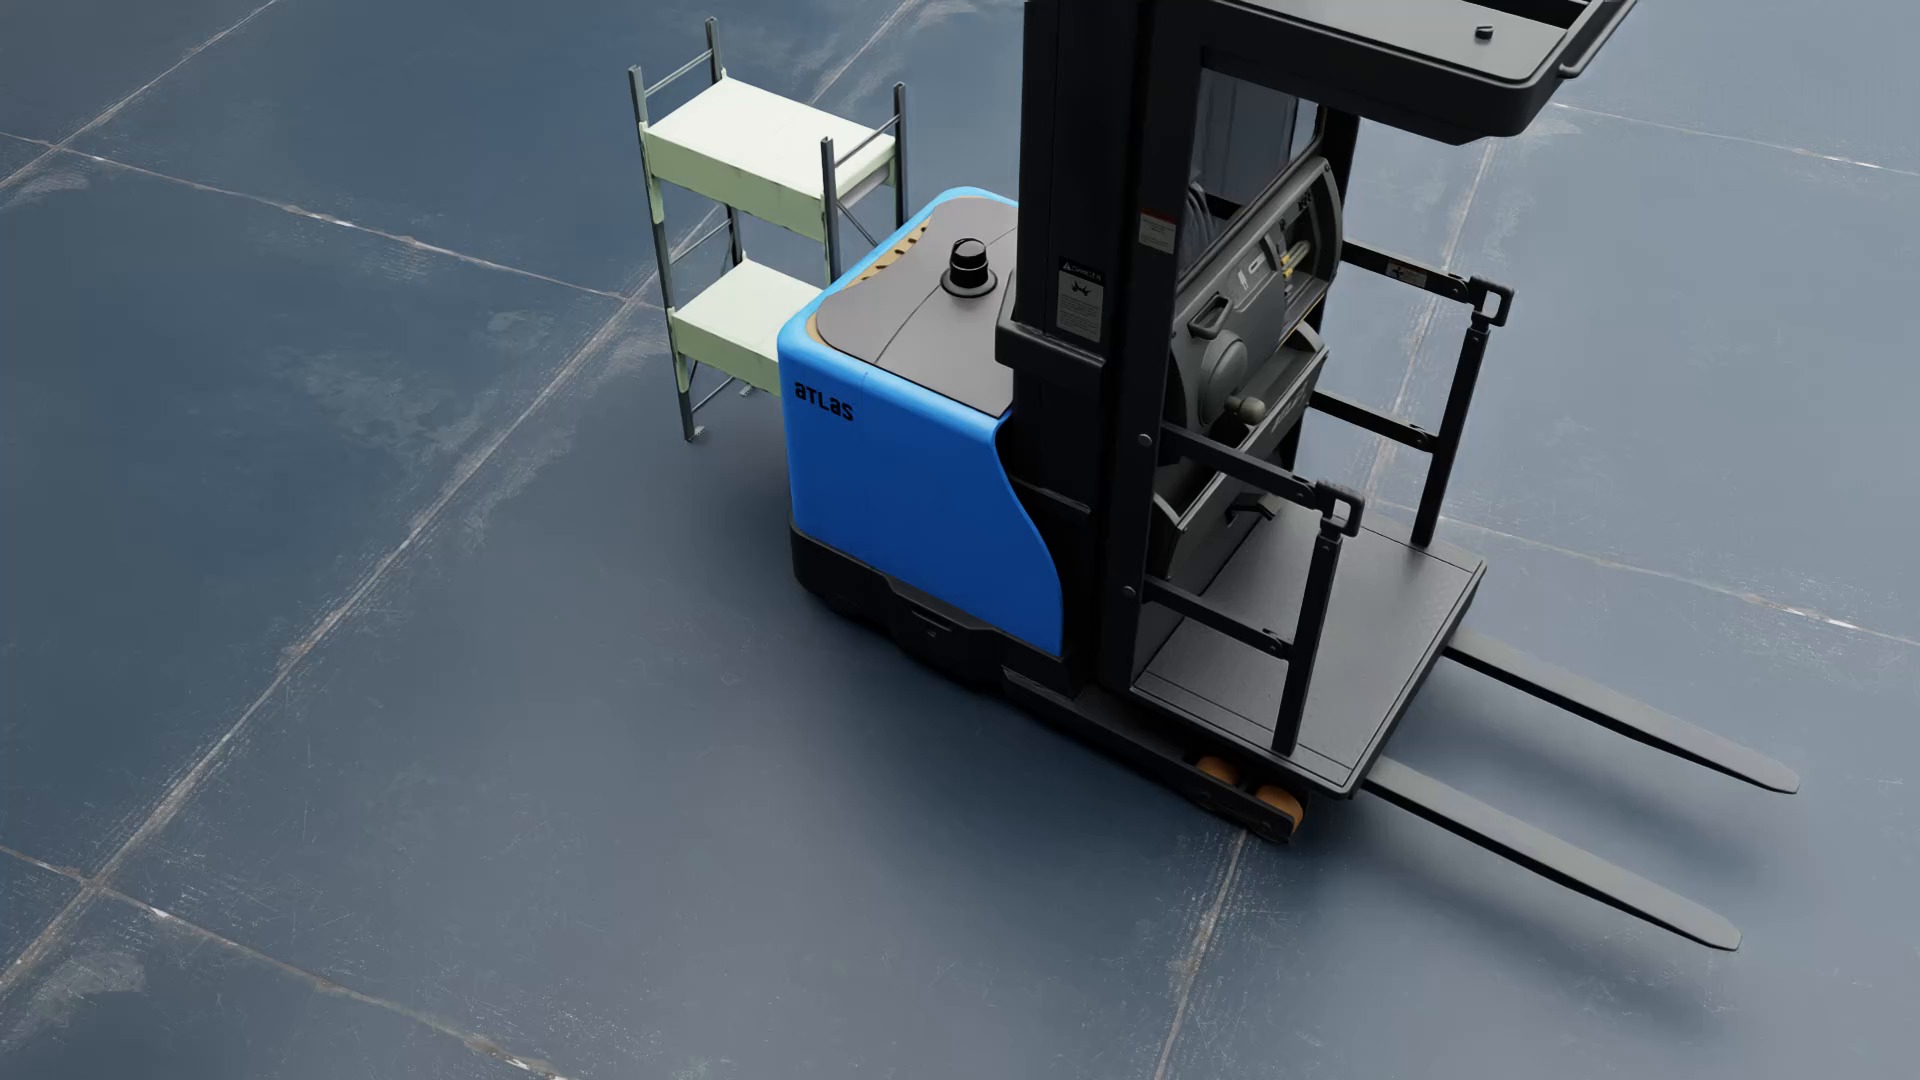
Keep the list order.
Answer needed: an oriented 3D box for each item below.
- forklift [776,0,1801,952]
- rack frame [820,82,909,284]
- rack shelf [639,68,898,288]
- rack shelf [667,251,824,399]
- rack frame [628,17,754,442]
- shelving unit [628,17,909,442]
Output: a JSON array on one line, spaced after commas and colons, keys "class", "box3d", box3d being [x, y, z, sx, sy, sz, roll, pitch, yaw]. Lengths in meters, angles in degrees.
[{"class": "forklift", "box3d": [0.956, -0.591, 4.266, 3.031, 2.935, 1.130, 25, 50, 23]}, {"class": "rack frame", "box3d": [-0.283, -0.728, 5.418, 0.023, 1.500, 0.400, 25, 50, 23]}, {"class": "rack shelf", "box3d": [-0.588, -1.147, 5.287, 0.720, 0.370, 0.431, 25, 50, 23]}, {"class": "rack shelf", "box3d": [-0.588, -0.640, 5.792, 0.720, 0.370, 0.431, 25, 50, 23]}, {"class": "rack frame", "box3d": [-0.893, -1.014, 5.705, 0.023, 1.500, 0.400, 25, 50, 23]}, {"class": "shelving unit", "box3d": [-0.588, -0.871, 5.562, 0.755, 1.500, 0.431, 25, 50, 23]}]
